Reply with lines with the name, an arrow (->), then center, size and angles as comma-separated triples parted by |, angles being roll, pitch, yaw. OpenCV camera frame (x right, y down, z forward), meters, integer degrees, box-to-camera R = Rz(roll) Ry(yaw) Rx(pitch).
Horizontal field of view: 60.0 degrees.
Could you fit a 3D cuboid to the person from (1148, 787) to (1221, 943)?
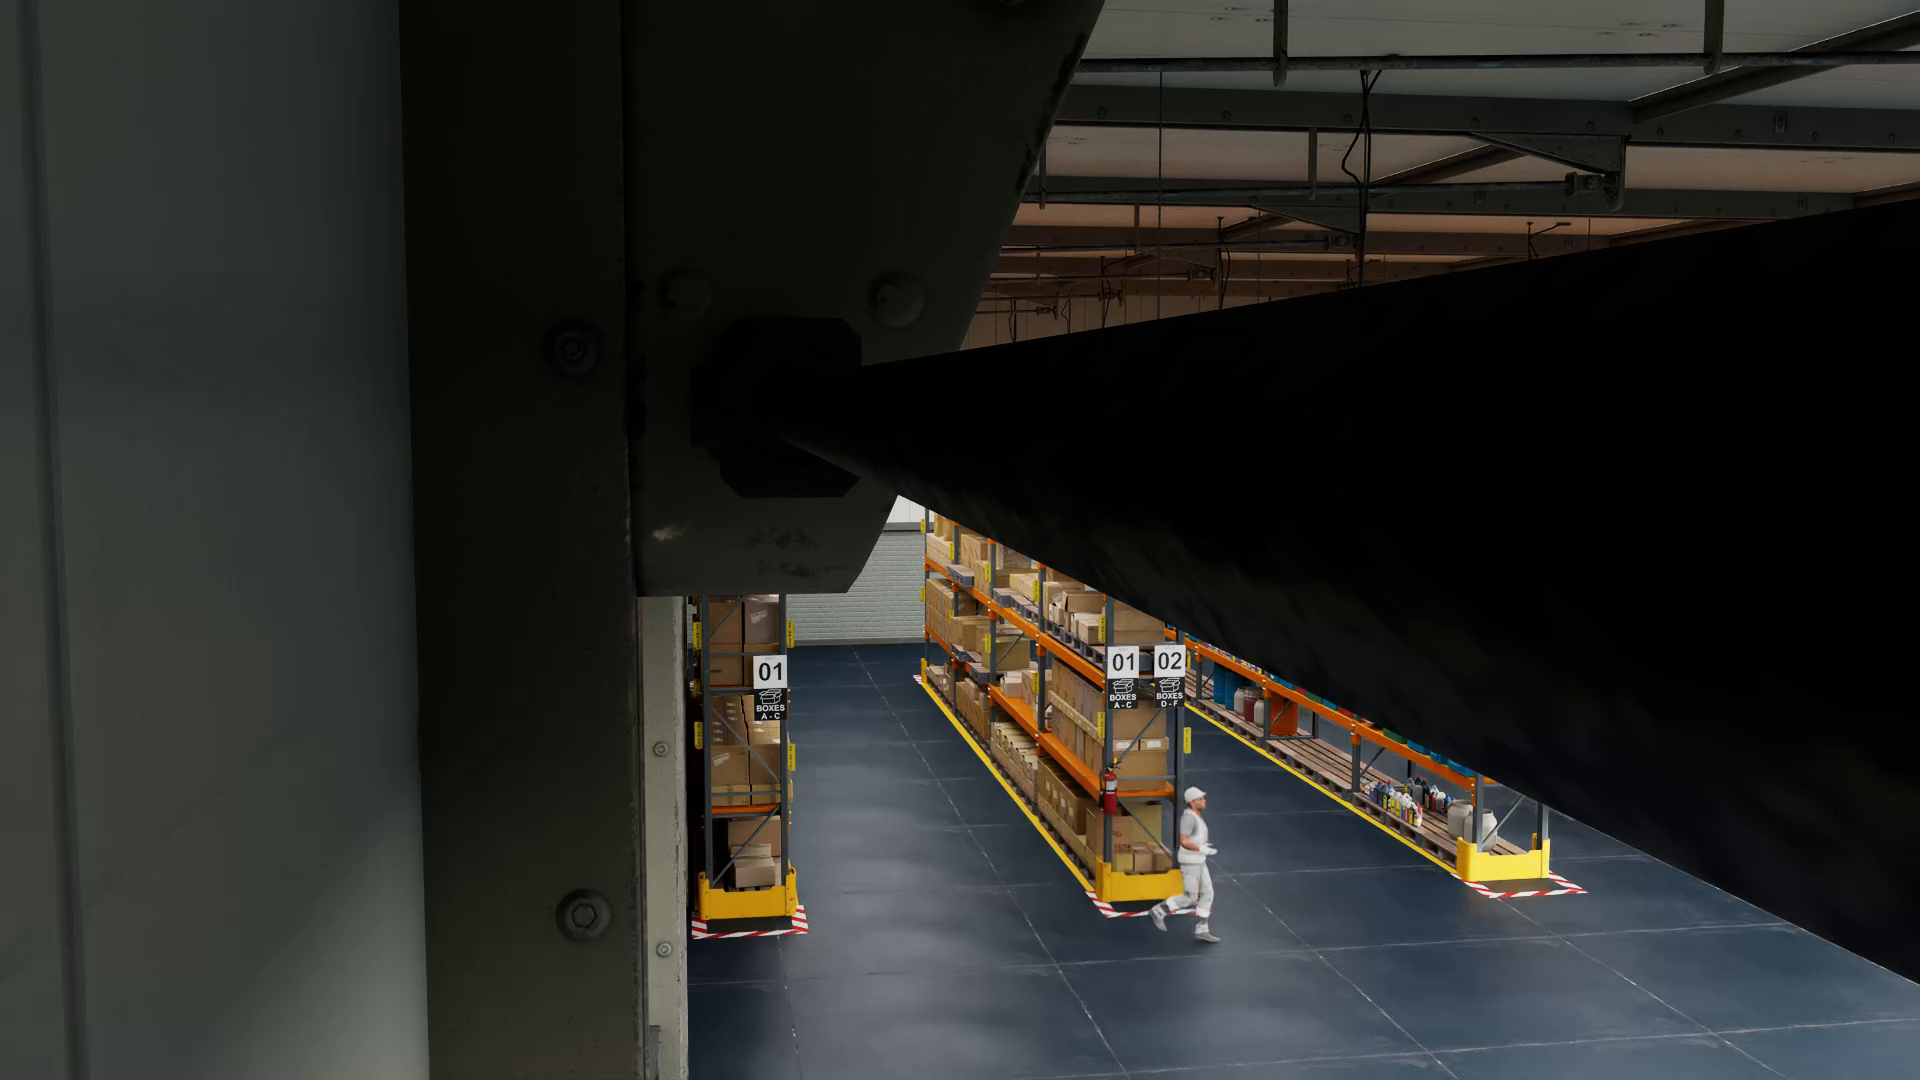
person -> 2.646, 3.755, 19.348 | 0.839, 1.775, 0.660 | 2, 5, 20
